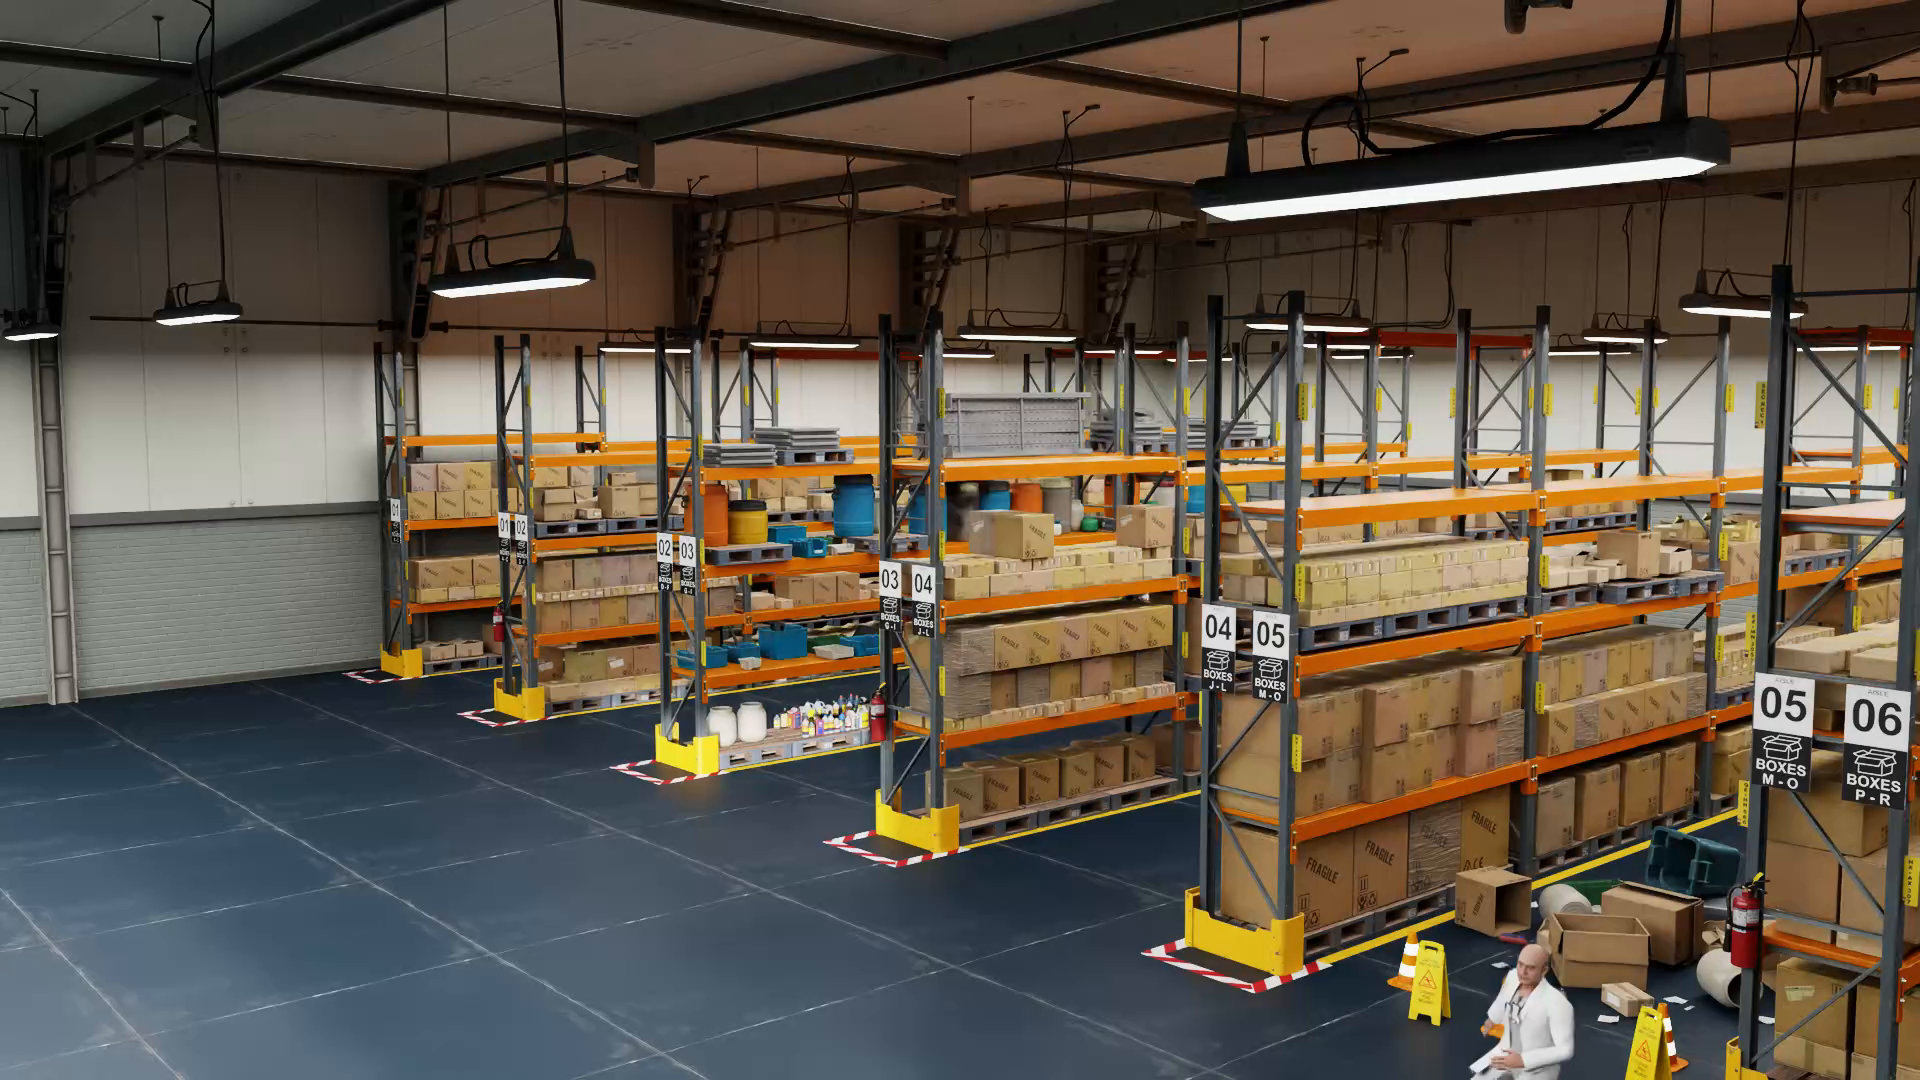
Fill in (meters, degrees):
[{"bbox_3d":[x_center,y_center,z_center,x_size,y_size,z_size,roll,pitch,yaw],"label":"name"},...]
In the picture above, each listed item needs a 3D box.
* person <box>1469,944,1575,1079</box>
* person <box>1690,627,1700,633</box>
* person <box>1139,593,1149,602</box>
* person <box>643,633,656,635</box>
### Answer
[{"bbox_3d":[3.548,3.375,10.630,0.754,1.685,0.883,-4,7,-38],"label":"person"},{"bbox_3d":[10.802,2.120,24.460,0.841,1.708,0.586,-3,6,-33],"label":"person"},{"bbox_3d":[2.771,1.713,25.112,0.635,1.832,0.690,4,6,35],"label":"person"},{"bbox_3d":[-5.646,1.554,30.528,0.894,1.722,0.653,-5,7,-43],"label":"person"}]
